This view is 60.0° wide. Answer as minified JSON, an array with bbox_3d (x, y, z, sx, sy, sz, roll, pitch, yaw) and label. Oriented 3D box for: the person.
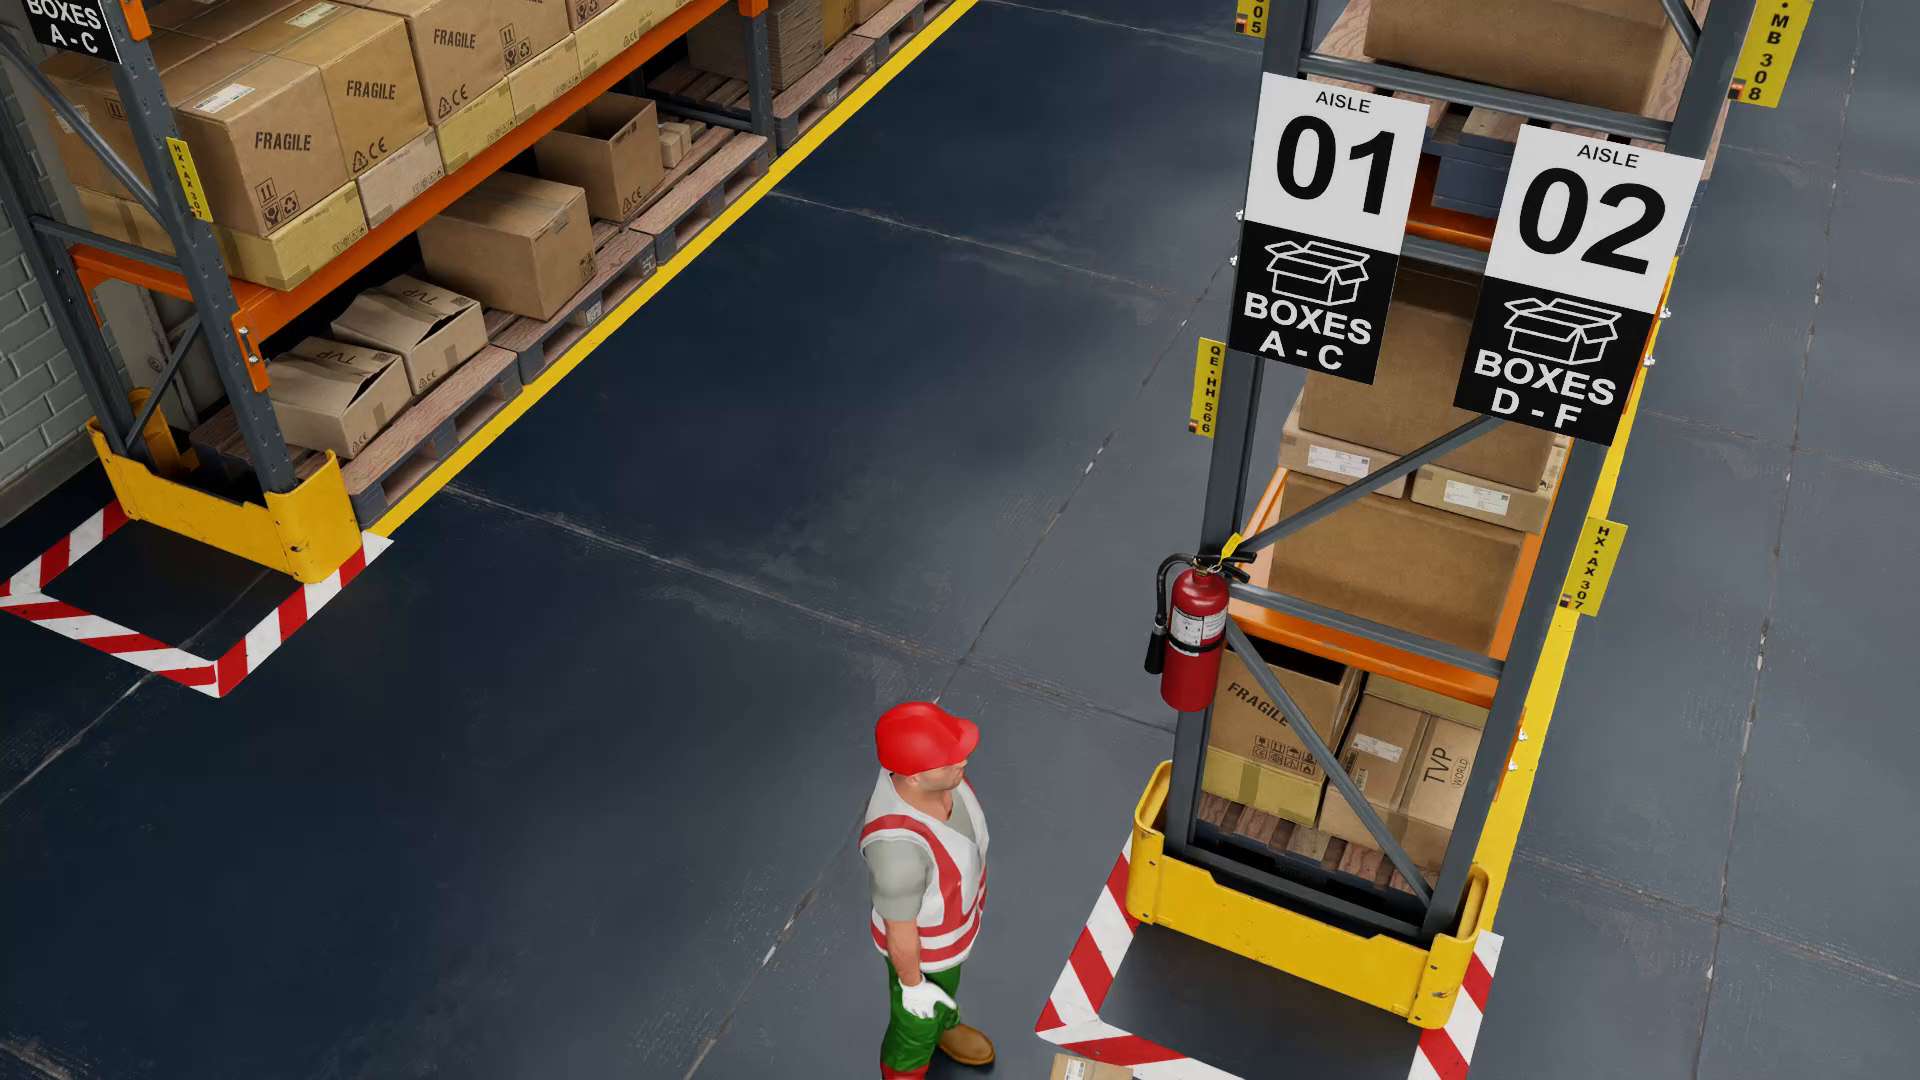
[{"bbox_3d":[-0.077,1.119,4.878,0.350,1.792,0.534,9,42,10],"label":"person"}]
